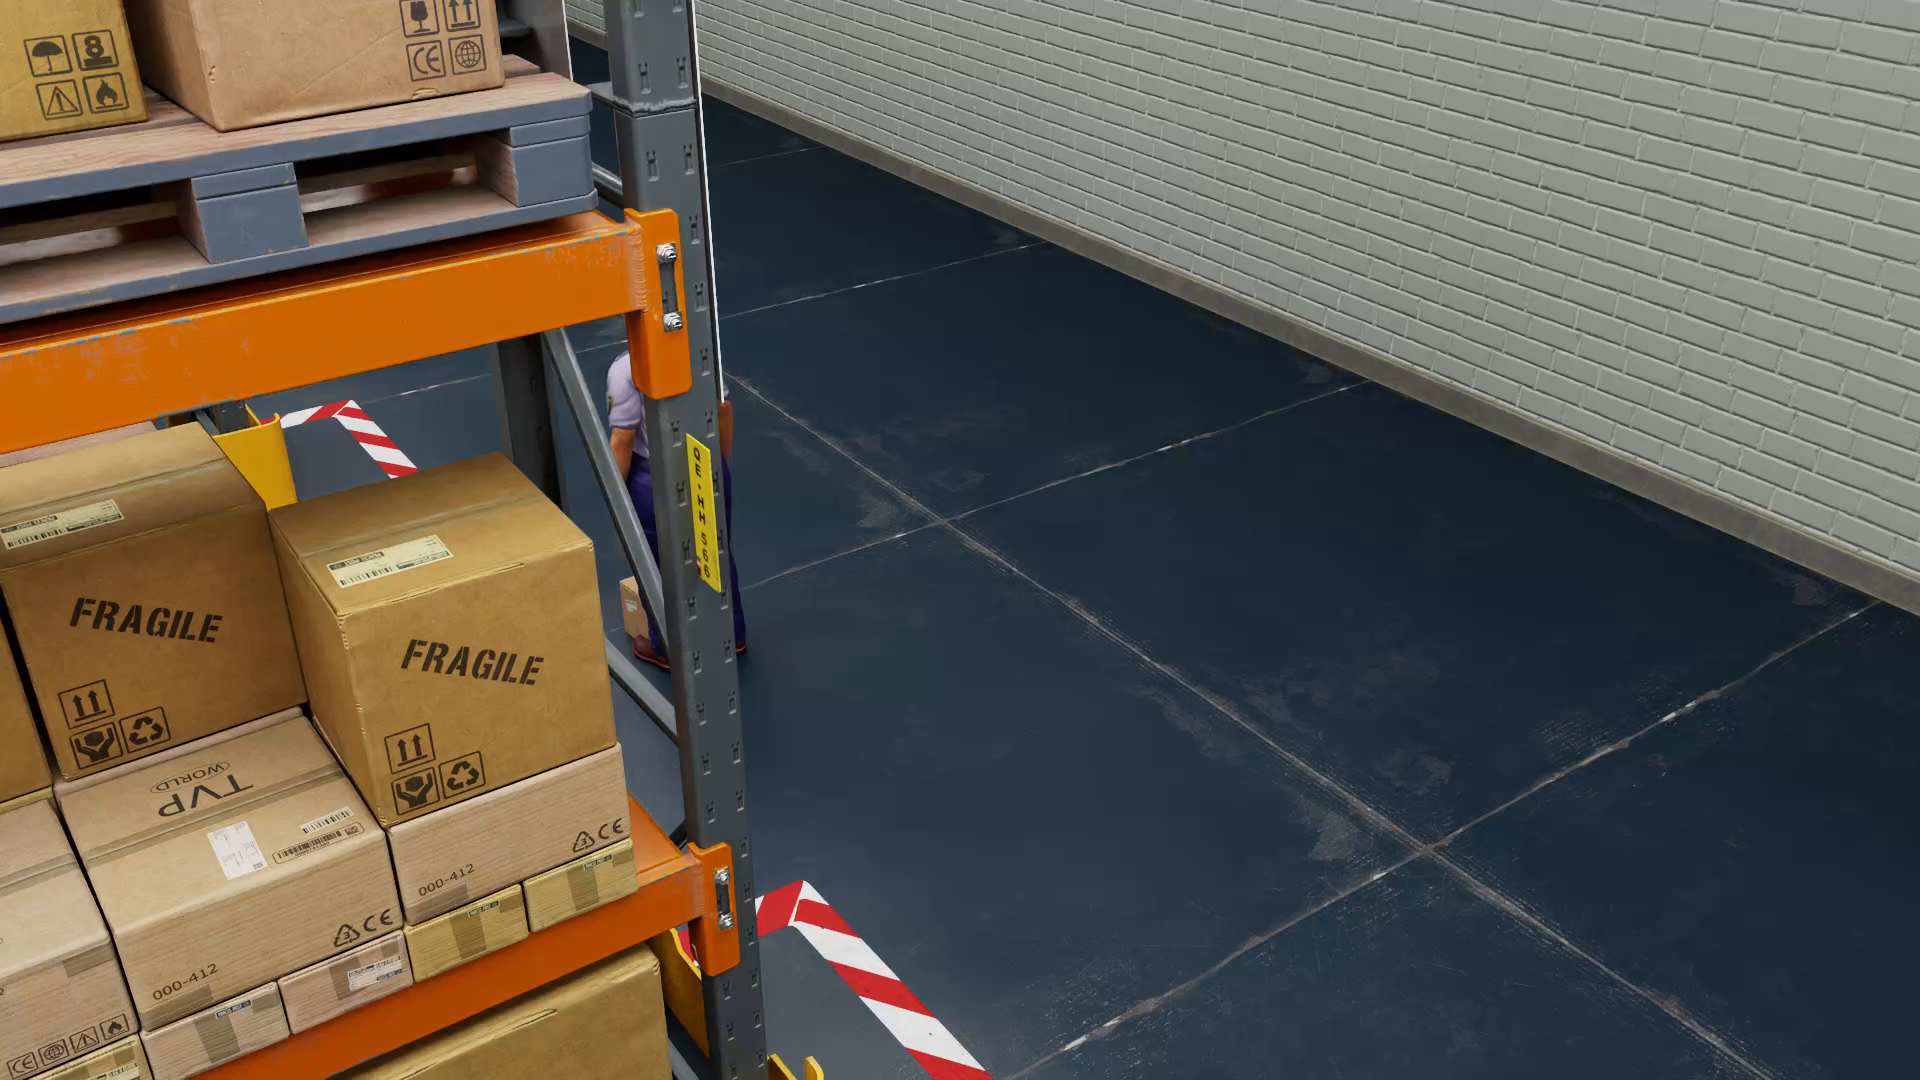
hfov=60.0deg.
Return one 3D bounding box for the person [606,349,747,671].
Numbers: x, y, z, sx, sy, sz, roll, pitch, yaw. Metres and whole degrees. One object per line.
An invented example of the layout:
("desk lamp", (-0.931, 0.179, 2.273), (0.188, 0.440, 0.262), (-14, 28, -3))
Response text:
("person", (-1.132, -0.242, 6.573), (0.545, 1.651, 0.414), (-19, 34, -31))
